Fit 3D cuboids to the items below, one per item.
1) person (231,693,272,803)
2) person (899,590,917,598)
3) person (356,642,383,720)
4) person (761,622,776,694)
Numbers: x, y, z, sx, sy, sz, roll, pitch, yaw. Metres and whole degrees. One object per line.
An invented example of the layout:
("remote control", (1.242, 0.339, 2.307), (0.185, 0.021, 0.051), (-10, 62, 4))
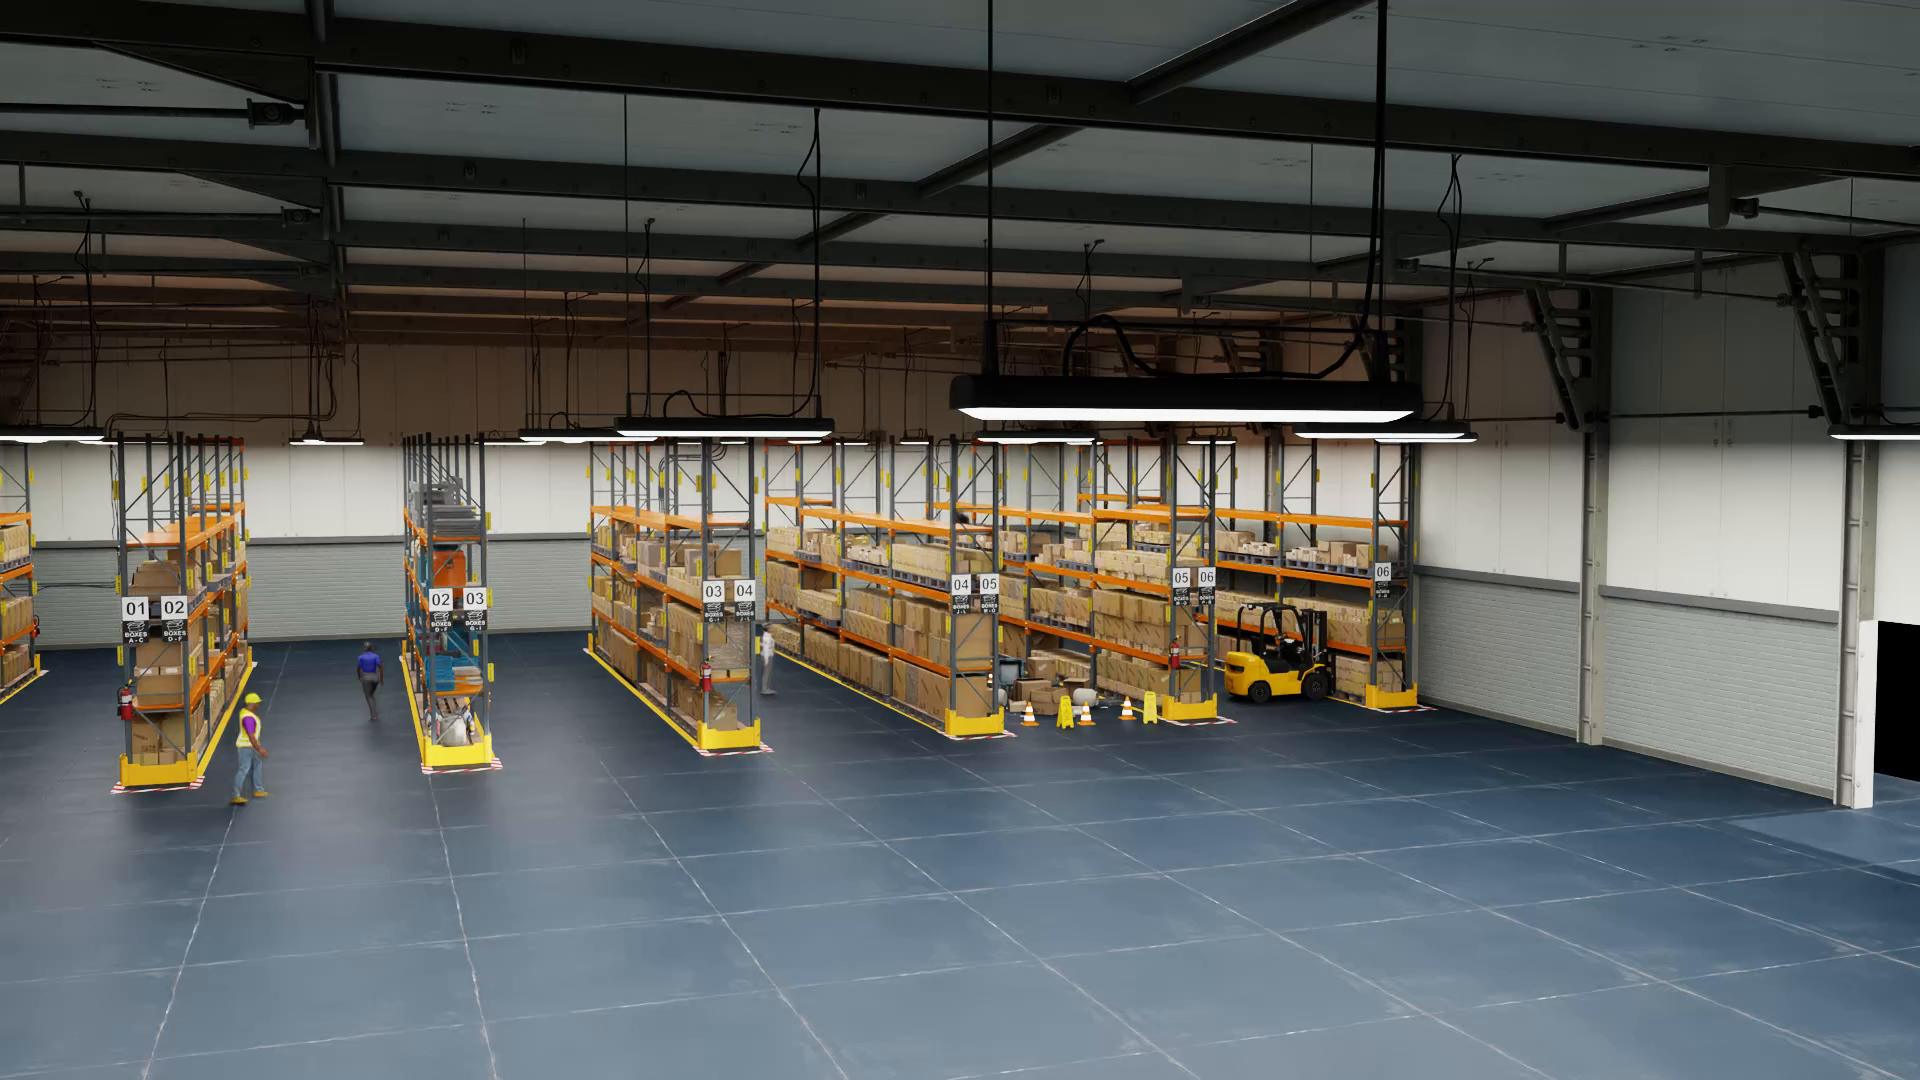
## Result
("person", (-11.522, 3.367, 27.002), (0.598, 1.777, 0.710), (-1, 3, -15))
("person", (-1.487, 1.990, 48.661), (0.616, 1.793, 0.438), (1, 3, 20))
("person", (-12.479, 3.001, 35.056), (0.613, 1.707, 0.431), (2, 4, 36))
("person", (-4.465, 2.739, 38.696), (0.330, 1.694, 0.578), (0, 3, -3))
